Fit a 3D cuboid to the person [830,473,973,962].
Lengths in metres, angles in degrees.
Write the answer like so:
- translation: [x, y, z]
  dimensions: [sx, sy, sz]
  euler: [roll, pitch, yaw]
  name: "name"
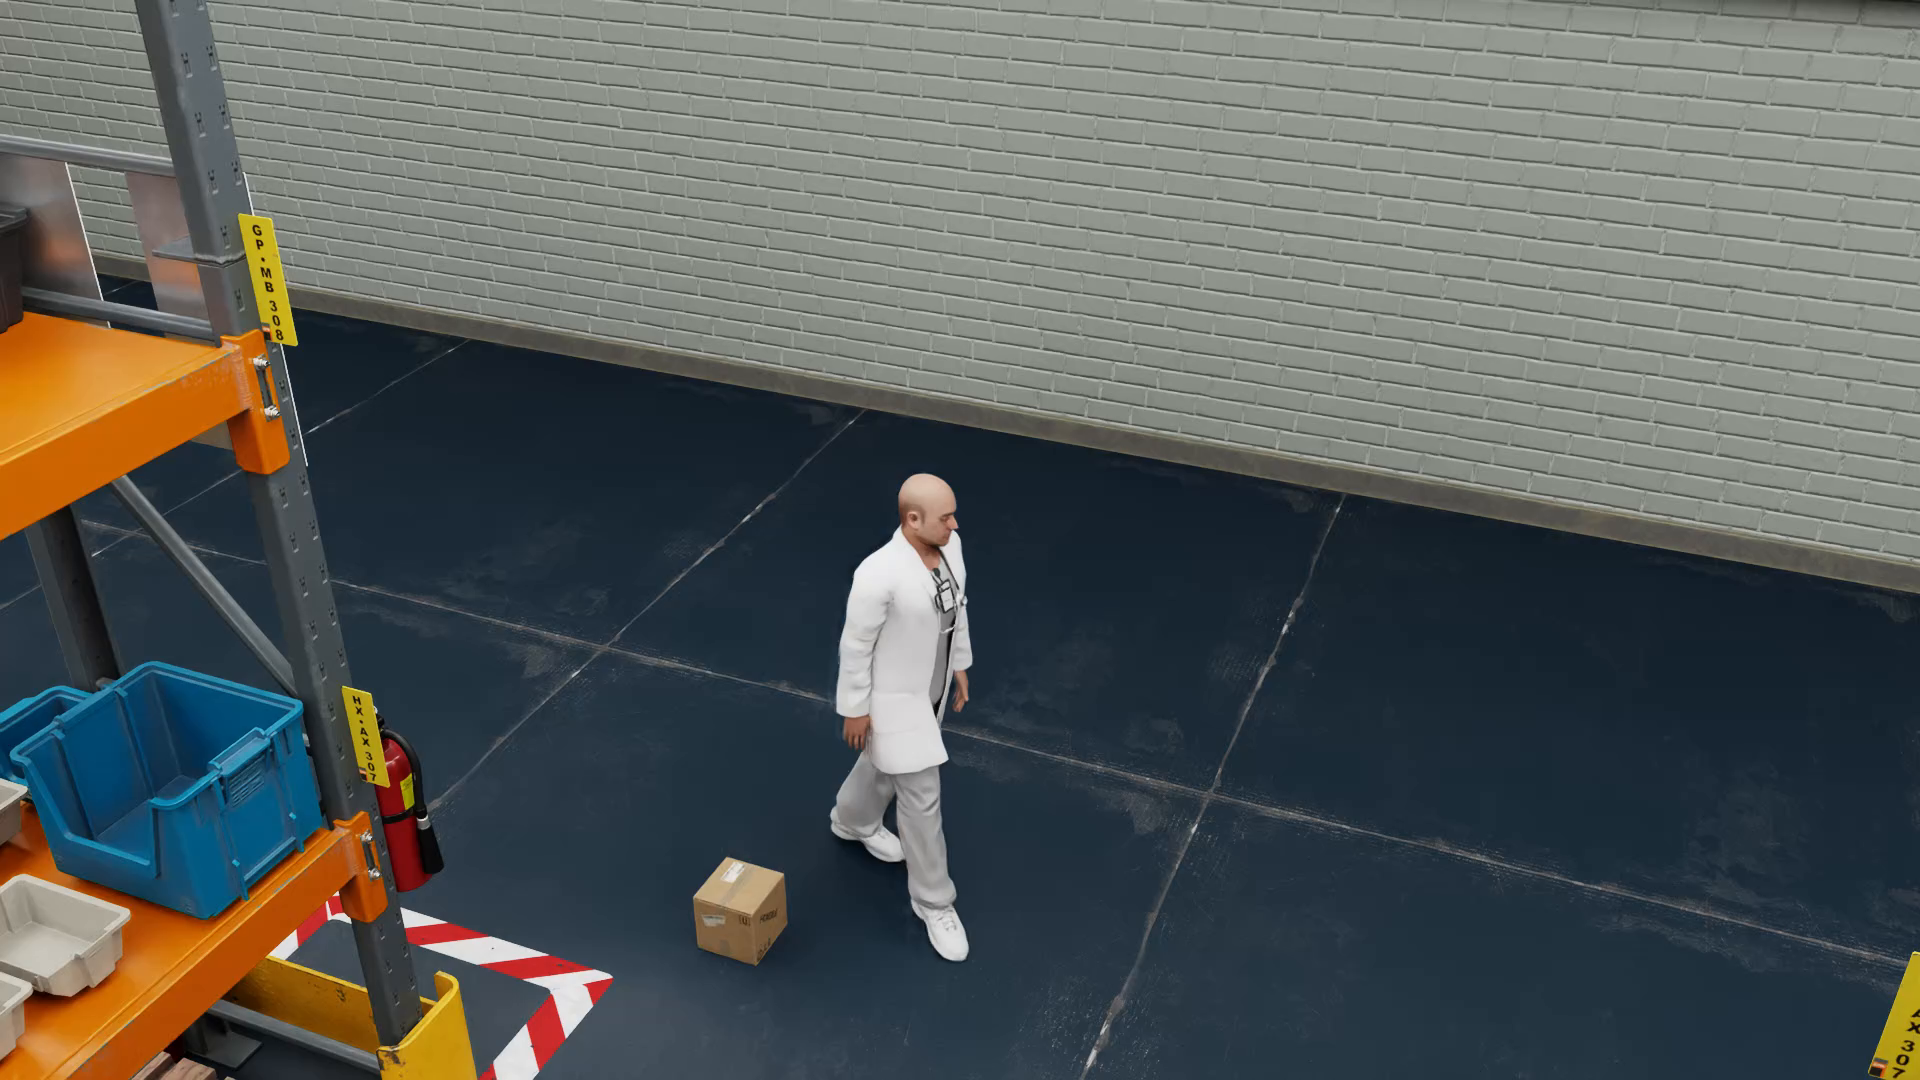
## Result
- translation: [-0.192, 0.567, 6.123]
  dimensions: [0.835, 1.779, 0.648]
  euler: [16, 33, 26]
  name: "person"
